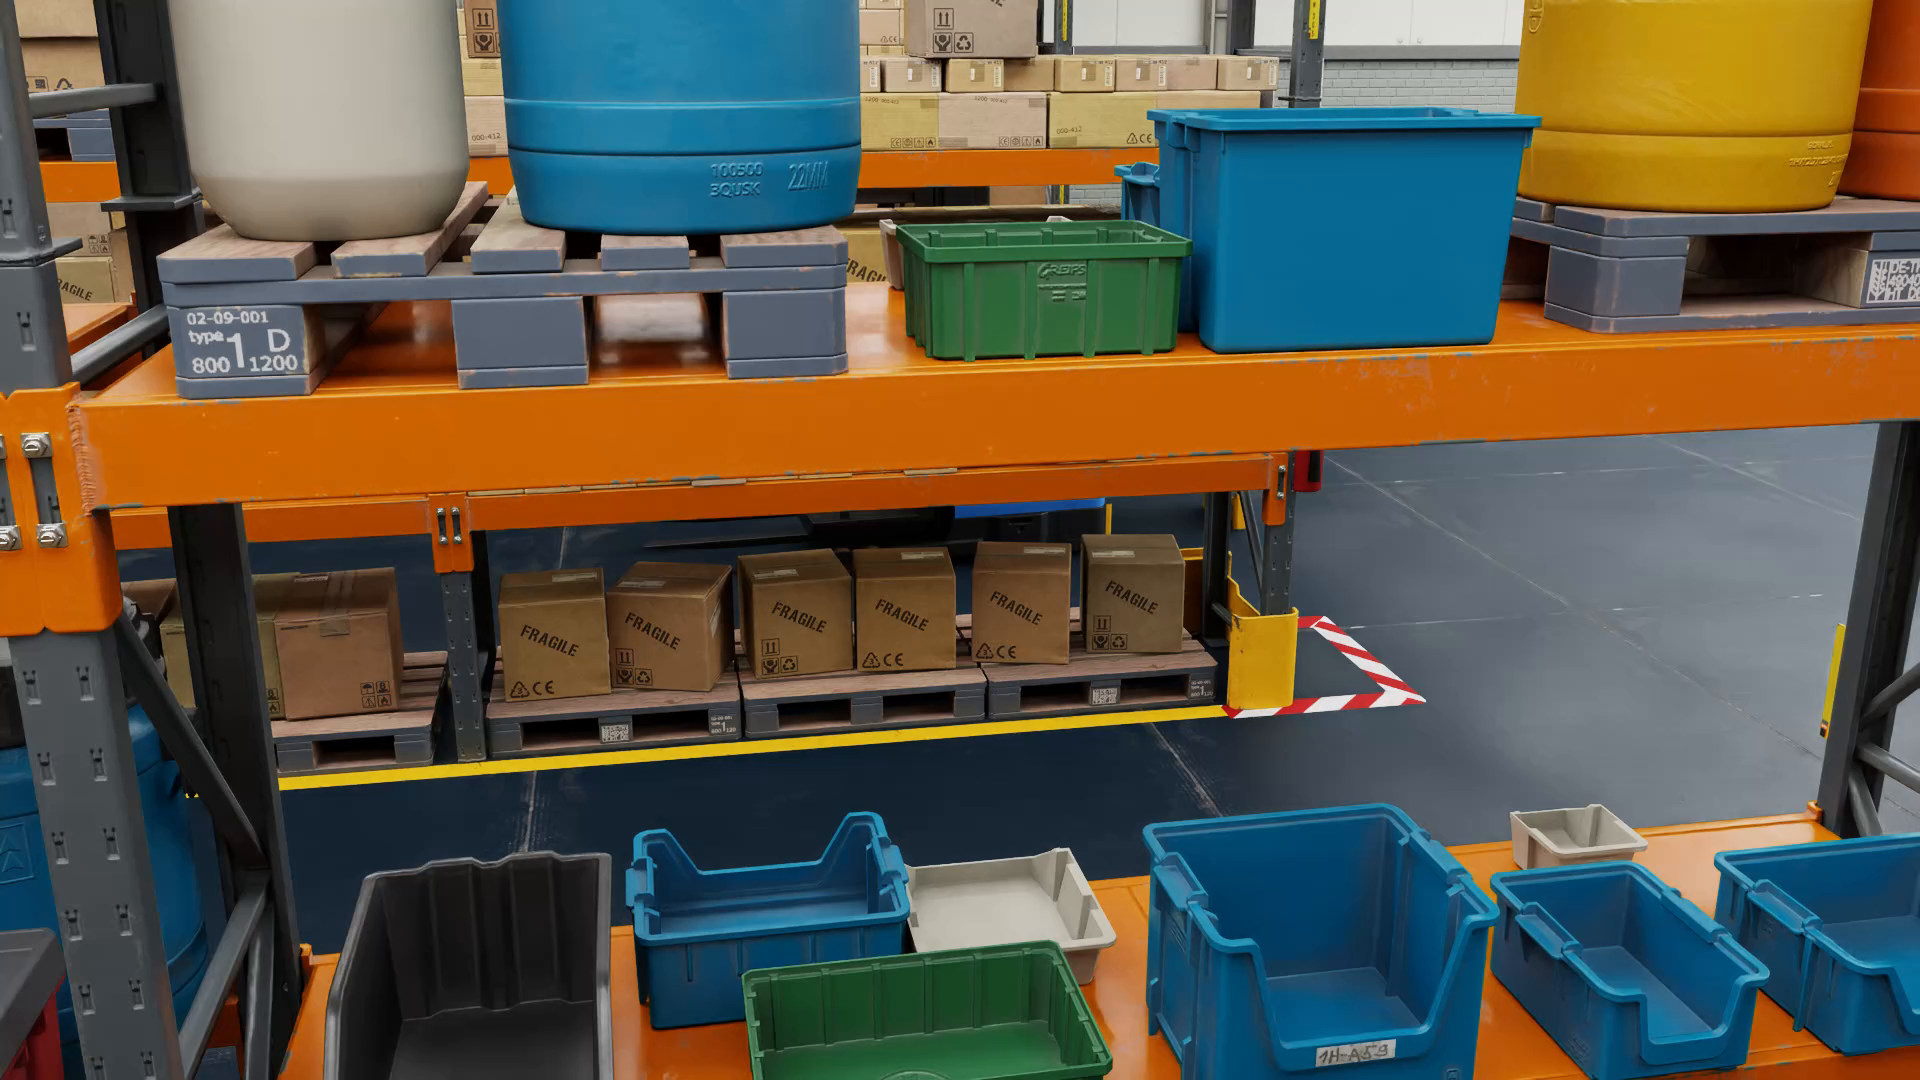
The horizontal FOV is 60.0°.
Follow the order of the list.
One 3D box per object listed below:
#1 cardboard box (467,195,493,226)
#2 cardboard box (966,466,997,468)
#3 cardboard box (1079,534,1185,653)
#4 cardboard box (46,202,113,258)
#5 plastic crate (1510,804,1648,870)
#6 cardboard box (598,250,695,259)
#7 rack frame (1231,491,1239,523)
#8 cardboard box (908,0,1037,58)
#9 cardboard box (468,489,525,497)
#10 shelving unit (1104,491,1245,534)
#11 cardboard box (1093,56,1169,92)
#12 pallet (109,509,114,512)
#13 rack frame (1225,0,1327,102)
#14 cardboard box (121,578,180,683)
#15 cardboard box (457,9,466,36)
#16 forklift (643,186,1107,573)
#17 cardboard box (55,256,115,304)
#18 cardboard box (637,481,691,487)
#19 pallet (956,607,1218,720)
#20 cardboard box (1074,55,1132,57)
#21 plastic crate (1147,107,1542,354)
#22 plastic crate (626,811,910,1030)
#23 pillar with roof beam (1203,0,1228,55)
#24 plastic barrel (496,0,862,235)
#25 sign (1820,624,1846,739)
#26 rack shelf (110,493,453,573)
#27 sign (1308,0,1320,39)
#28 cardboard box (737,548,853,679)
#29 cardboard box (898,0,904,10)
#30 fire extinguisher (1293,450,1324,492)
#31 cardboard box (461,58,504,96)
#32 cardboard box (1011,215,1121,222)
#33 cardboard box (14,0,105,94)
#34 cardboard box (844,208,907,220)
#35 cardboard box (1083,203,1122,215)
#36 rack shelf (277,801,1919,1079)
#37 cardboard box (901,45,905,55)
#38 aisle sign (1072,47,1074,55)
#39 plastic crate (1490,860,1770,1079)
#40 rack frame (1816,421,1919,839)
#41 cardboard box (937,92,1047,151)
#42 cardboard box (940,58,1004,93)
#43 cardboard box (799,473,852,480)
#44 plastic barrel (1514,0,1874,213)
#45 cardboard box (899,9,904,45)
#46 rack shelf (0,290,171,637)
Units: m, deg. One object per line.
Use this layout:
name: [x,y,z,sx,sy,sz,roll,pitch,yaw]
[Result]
cardboard box: [-3.733,-2.453,12.317,0.500,0.500,0.700,-4,17,-11]
cardboard box: [0.058,-0.474,8.175,0.250,0.149,0.380,-3,17,-10]
cardboard box: [0.906,0.280,8.833,0.500,0.500,0.500,0,17,0]
cardboard box: [-6.235,-2.310,11.852,0.500,0.500,0.700,-3,17,-11]
plastic crate: [1.522,0.767,4.155,0.250,0.136,0.298,-3,17,-10]
cardboard box: [-1.424,-1.169,7.630,0.500,0.500,0.500,-3,17,-10]
rack frame: [1.895,-0.877,11.613,0.032,1.500,0.500,-5,18,-14]
cardboard box: [0.049,-2.448,7.535,0.500,0.500,0.500,-3,17,-10]
cardboard box: [-2.137,-0.327,7.694,0.250,0.149,0.380,-3,17,-10]
shelving unit: [1.395,-0.837,11.483,1.083,1.500,0.587,-5,18,-14]
cardboard box: [0.783,-2.164,7.716,0.250,0.149,0.380,-4,18,-13]
pallet: [-4.397,-0.329,7.600,1.213,0.211,1.003,-3,17,-10]
rack frame: [1.522,-3.612,7.745,0.127,3.000,1.000,-3,17,-10]
cardboard box: [-4.033,0.544,7.941,0.500,0.500,0.700,-5,18,-15]
cardboard box: [-4.830,-5.111,16.423,0.500,0.250,0.500,-3,17,-9]
forklift: [-0.603,-1.354,10.727,3.031,2.935,1.130,-5,18,-14]
cardboard box: [-6.183,-1.758,11.757,0.500,0.500,0.500,-3,17,-11]
cardboard box: [-1.405,-0.375,7.853,0.250,0.149,0.380,-3,17,-10]
pallet: [0.643,0.628,8.907,1.213,0.211,1.003,-3,17,-10]
cardboard box: [0.711,-2.312,8.198,0.250,0.149,0.380,-4,17,-11]
plastic crate: [0.647,-0.550,2.911,0.575,0.384,0.392,-3,17,-10]
plastic crate: [-0.430,0.838,3.729,0.616,0.251,0.499,-3,17,-10]
pillar with roof beam: [4.550,-7.214,19.471,0.400,9.000,9.100,-3,17,-10]
plastic barrel: [-0.468,-0.992,2.756,0.708,0.901,0.600,-3,17,-10]
sign: [2.362,0.393,4.453,0.005,0.325,0.100,-3,17,-10]
rack shelf: [-4.369,-0.066,7.643,4.000,0.370,1.077,-3,17,-10]
sign: [1.608,-2.440,7.531,0.005,0.325,0.100,-3,17,-10]
cardboard box: [-0.849,0.371,8.538,0.500,0.500,0.500,-5,18,-15]
cardboard box: [-0.337,-3.964,12.184,0.250,0.149,0.380,-3,17,-10]
fire extinguisher: [1.722,-0.581,8.225,0.183,0.674,0.296,-3,17,-10]
cardboard box: [-2.027,-2.003,7.193,0.250,0.149,0.380,-4,17,-12]
cardboard box: [0.539,-1.281,7.993,0.500,0.500,0.500,-3,17,-10]
cardboard box: [-3.810,-2.155,7.219,0.637,0.503,0.797,-3,17,-8]
cardboard box: [-0.542,-1.376,8.304,0.500,0.500,0.500,-3,17,-10]
cardboard box: [0.931,-1.460,8.577,0.500,0.500,0.500,-3,17,-10]
rack shelf: [0.498,1.139,3.720,4.000,0.370,1.077,-3,17,-10]
cardboard box: [-0.329,-3.584,12.304,0.250,0.149,0.380,-3,17,-10]
aisle sign: [0.807,-3.340,12.649,0.004,0.787,0.394,-3,17,-10]
plastic crate: [1.389,0.903,3.515,0.408,0.251,0.499,-3,17,-10]
rack frame: [2.462,0.684,3.977,0.127,3.000,1.000,-3,17,-10]
cardboard box: [0.103,-1.951,7.703,0.500,0.250,0.500,-3,17,-9]
cardboard box: [0.030,-2.121,7.576,0.250,0.149,0.380,-4,18,-13]
cardboard box: [-0.667,-0.414,7.978,0.250,0.149,0.380,-3,17,-10]
plastic barrel: [1.367,-0.941,3.121,0.600,0.588,0.600,0,17,0]
cardboard box: [-0.238,-3.797,12.320,0.500,0.250,0.500,-3,17,-10]
rack shelf: [-3.429,-0.072,2.554,4.000,0.370,1.077,-3,17,-10]
